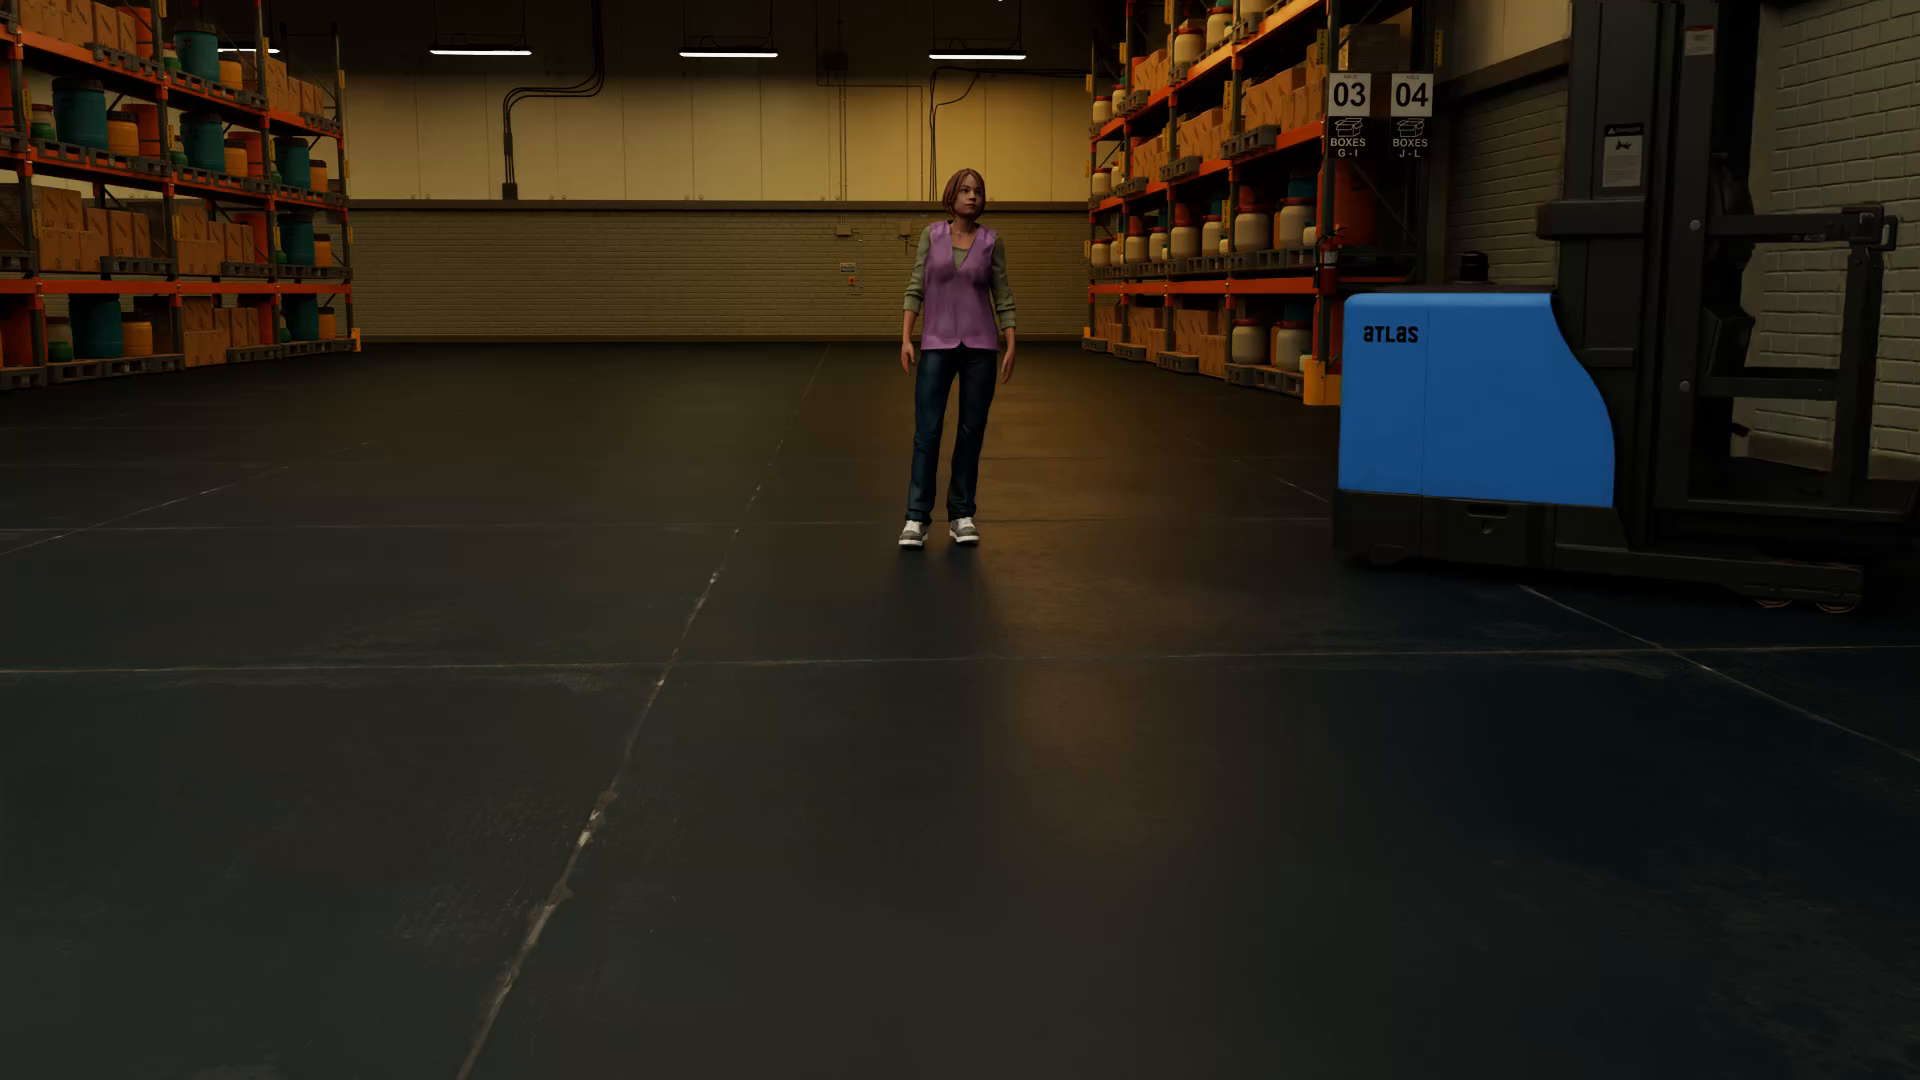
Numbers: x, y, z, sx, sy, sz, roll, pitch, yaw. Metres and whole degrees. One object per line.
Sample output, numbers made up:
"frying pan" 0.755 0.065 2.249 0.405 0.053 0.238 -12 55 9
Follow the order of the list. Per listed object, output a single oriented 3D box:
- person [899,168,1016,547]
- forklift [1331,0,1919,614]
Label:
"person" -0.010 -0.786 7.118 0.520 1.597 0.476 -1 8 -4
"forklift" 3.000 -1.288 6.007 3.031 2.935 1.130 5 10 31
